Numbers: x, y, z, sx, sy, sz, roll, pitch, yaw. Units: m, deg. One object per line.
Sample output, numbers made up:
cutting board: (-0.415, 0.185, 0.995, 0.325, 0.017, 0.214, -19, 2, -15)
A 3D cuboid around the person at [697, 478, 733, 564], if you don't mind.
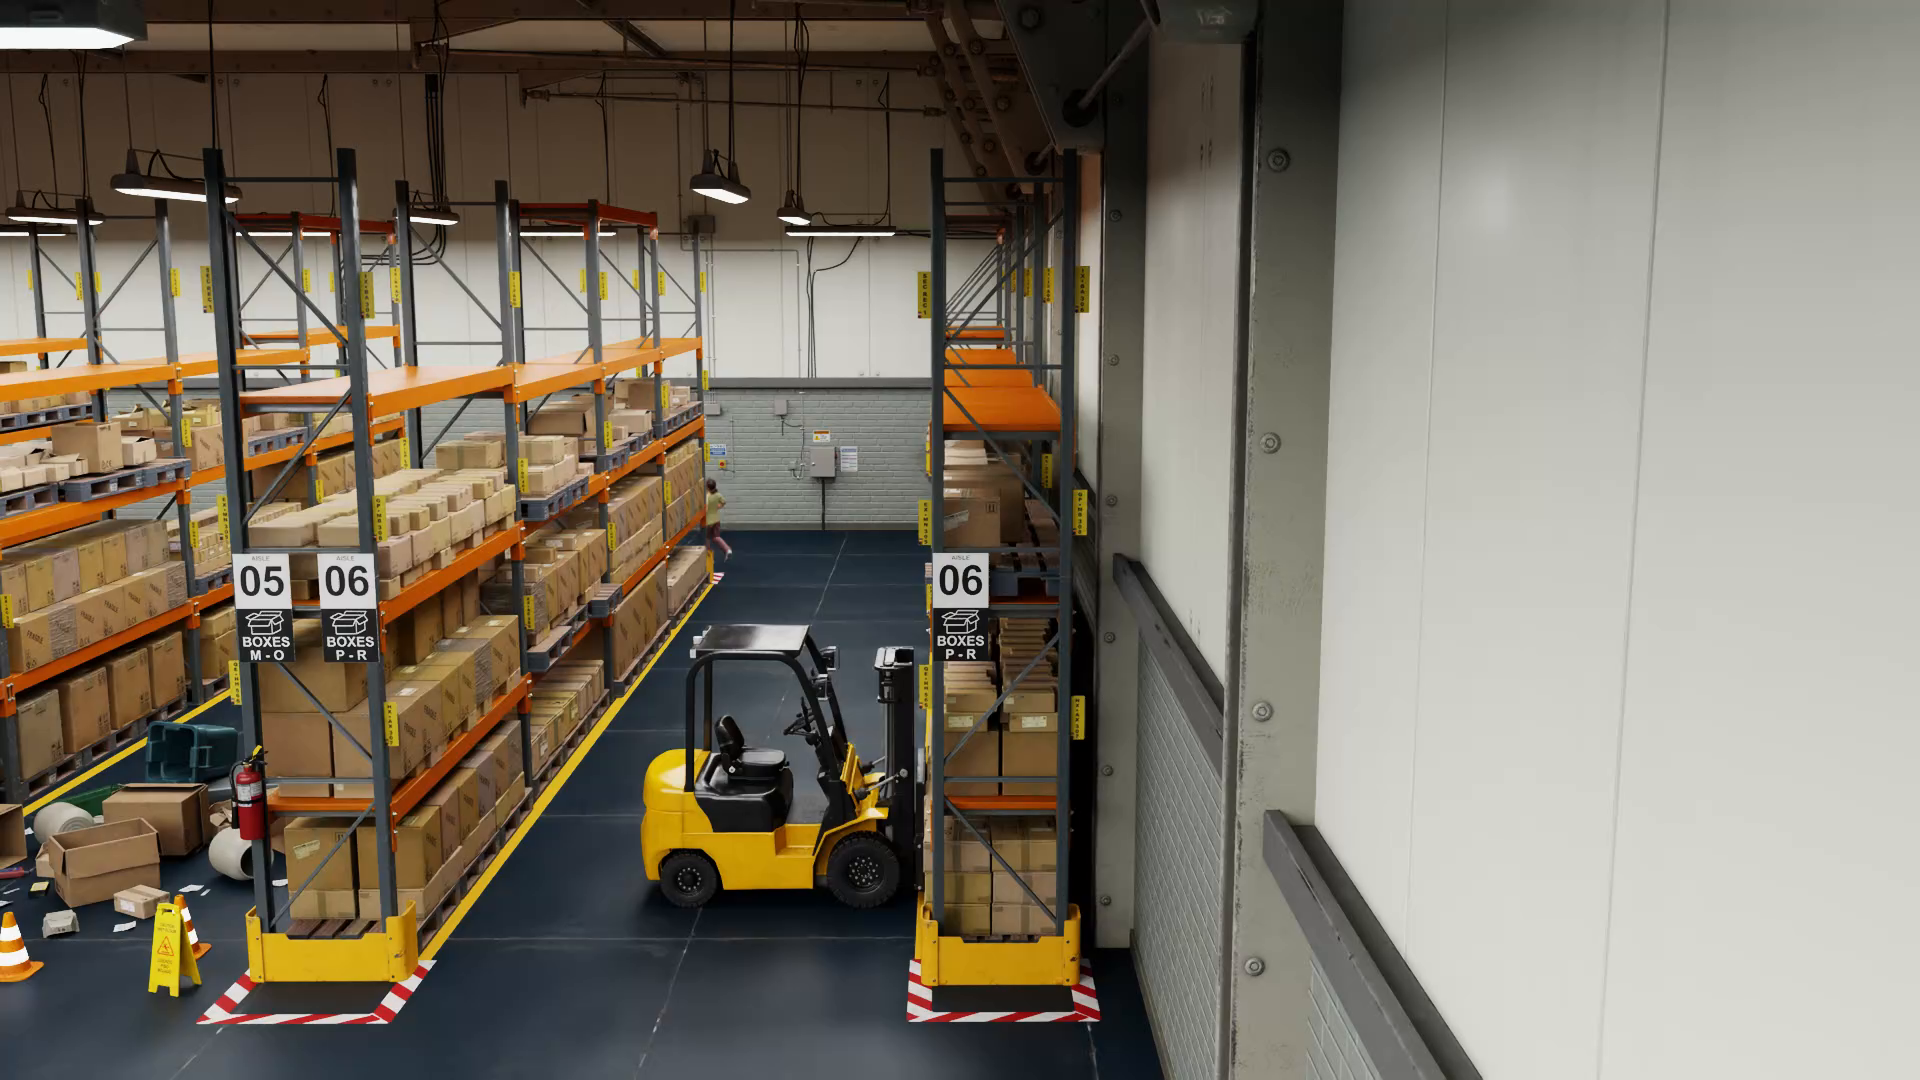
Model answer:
person: (-4.445, -0.317, 29.334, 0.806, 1.601, 0.642, 9, 13, 43)
